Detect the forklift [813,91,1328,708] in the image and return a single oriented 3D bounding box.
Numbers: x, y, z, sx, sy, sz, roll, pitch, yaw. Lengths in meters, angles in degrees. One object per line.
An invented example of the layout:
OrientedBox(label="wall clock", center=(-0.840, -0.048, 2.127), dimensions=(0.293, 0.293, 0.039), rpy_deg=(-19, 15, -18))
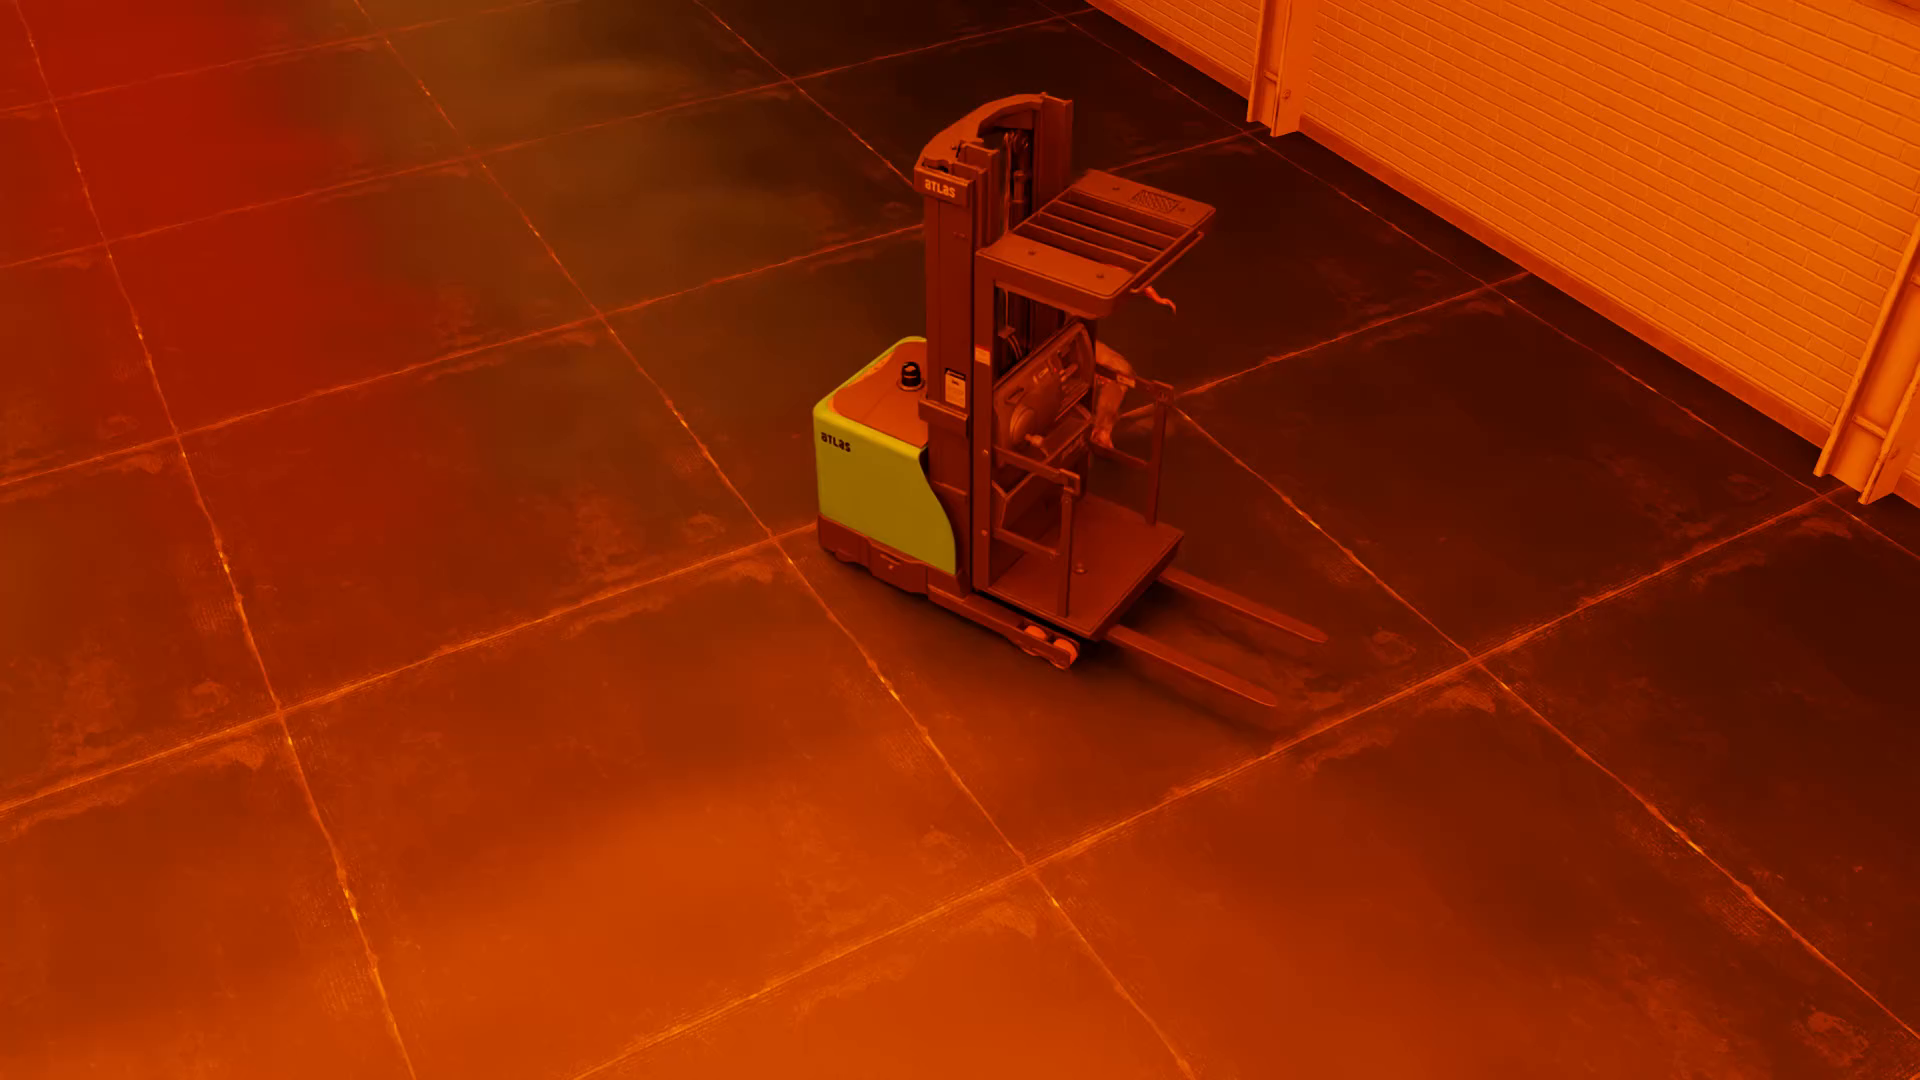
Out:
OrientedBox(label="forklift", center=(0.633, -0.786, 8.984), dimensions=(3.031, 2.935, 1.130), rpy_deg=(24, 45, 26))

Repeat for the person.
OrientedBox(label="person", center=(0.942, -1.208, 10.678), dimensions=(0.838, 1.427, 0.899), rpy_deg=(4, 40, 5))
